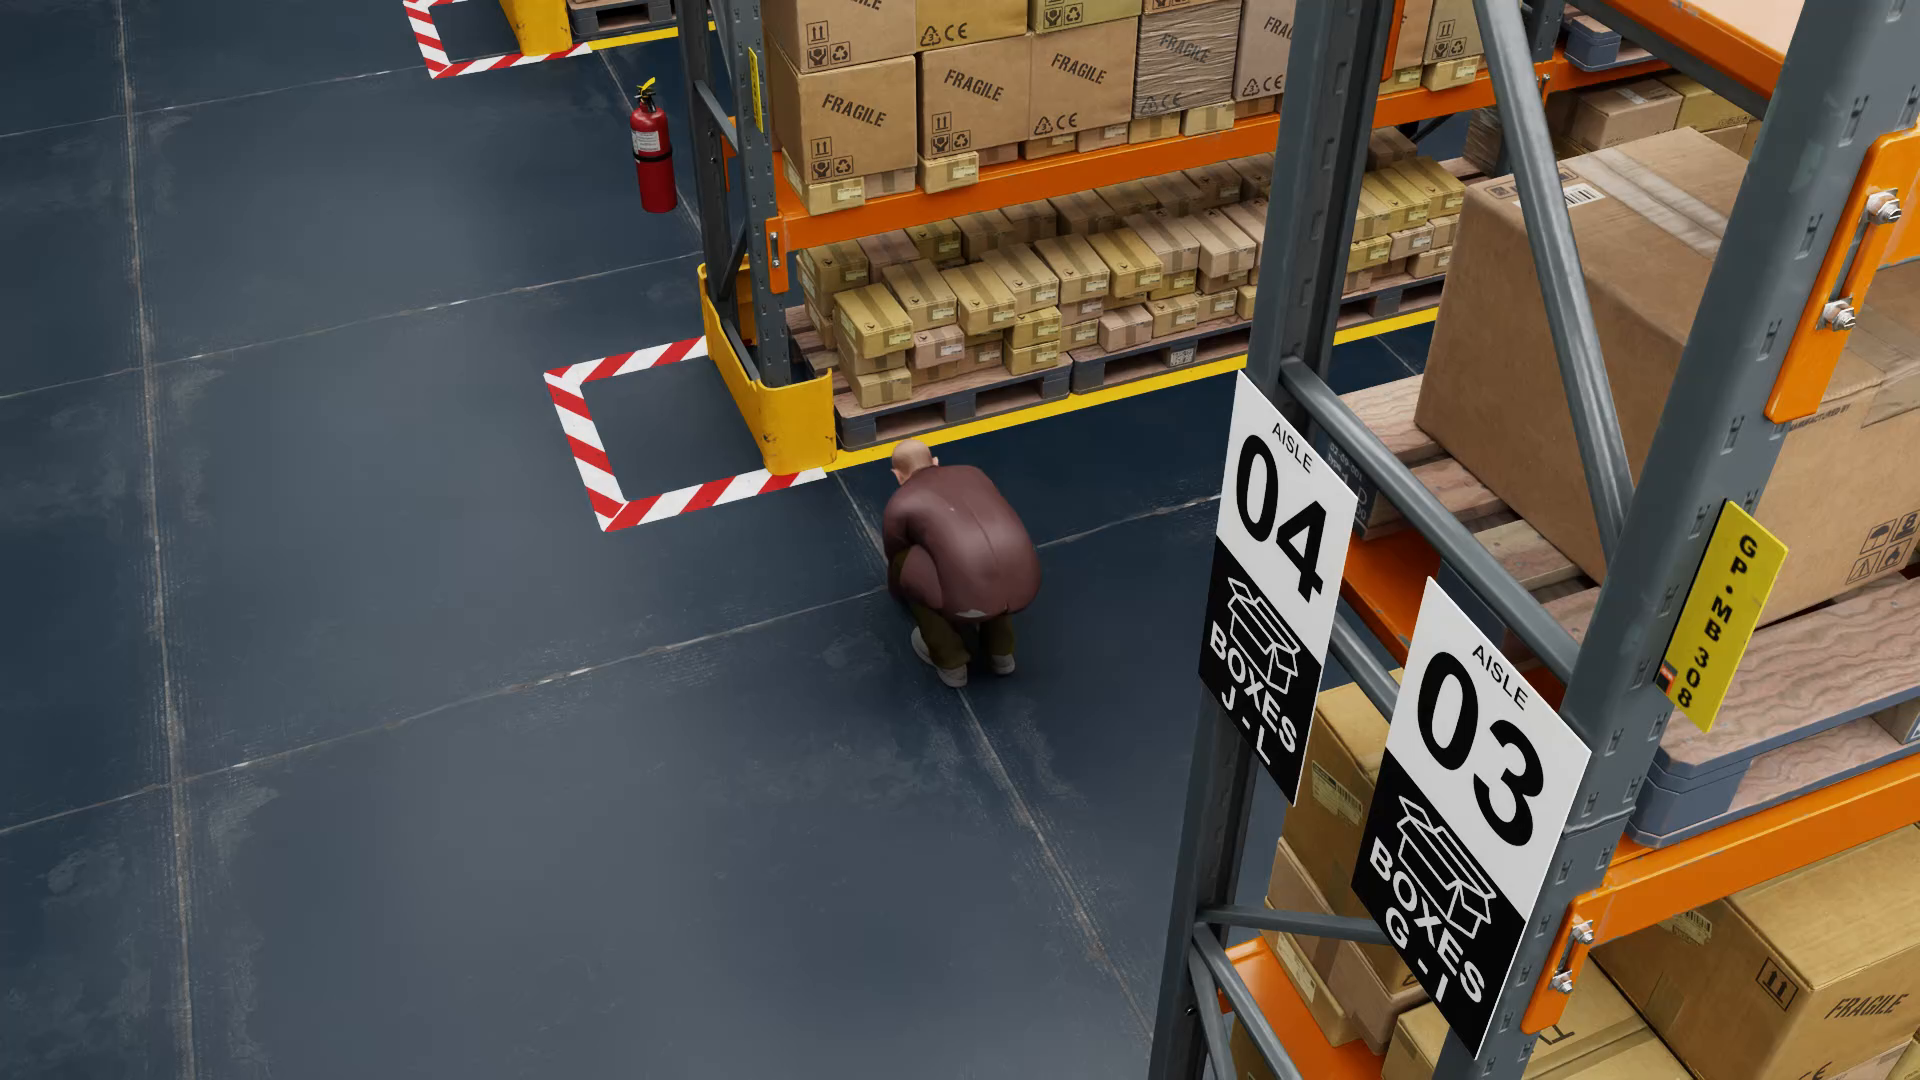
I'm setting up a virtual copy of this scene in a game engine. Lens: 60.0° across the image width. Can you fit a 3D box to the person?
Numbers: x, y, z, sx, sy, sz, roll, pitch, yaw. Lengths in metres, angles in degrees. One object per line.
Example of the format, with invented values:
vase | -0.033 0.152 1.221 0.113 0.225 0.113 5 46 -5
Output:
person | -0.017 0.114 6.784 0.572 0.837 0.948 -16 44 -18
